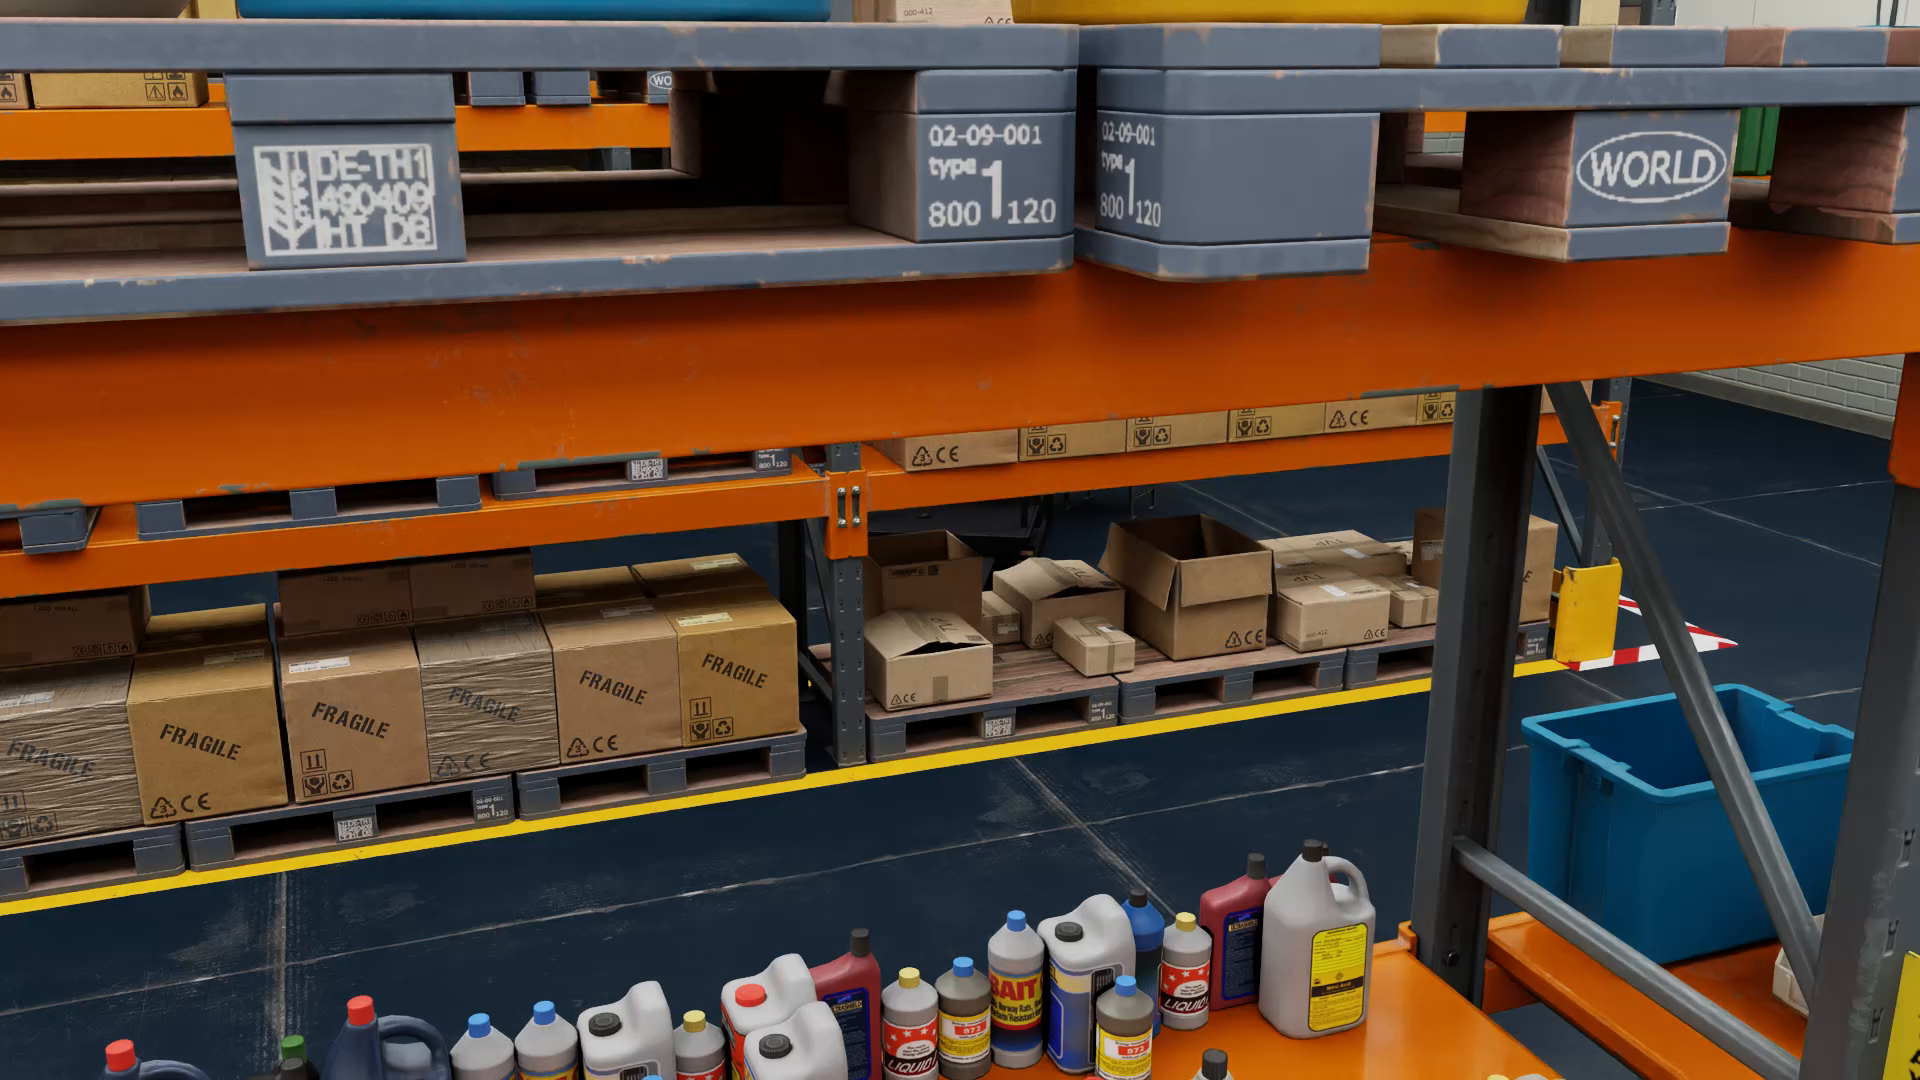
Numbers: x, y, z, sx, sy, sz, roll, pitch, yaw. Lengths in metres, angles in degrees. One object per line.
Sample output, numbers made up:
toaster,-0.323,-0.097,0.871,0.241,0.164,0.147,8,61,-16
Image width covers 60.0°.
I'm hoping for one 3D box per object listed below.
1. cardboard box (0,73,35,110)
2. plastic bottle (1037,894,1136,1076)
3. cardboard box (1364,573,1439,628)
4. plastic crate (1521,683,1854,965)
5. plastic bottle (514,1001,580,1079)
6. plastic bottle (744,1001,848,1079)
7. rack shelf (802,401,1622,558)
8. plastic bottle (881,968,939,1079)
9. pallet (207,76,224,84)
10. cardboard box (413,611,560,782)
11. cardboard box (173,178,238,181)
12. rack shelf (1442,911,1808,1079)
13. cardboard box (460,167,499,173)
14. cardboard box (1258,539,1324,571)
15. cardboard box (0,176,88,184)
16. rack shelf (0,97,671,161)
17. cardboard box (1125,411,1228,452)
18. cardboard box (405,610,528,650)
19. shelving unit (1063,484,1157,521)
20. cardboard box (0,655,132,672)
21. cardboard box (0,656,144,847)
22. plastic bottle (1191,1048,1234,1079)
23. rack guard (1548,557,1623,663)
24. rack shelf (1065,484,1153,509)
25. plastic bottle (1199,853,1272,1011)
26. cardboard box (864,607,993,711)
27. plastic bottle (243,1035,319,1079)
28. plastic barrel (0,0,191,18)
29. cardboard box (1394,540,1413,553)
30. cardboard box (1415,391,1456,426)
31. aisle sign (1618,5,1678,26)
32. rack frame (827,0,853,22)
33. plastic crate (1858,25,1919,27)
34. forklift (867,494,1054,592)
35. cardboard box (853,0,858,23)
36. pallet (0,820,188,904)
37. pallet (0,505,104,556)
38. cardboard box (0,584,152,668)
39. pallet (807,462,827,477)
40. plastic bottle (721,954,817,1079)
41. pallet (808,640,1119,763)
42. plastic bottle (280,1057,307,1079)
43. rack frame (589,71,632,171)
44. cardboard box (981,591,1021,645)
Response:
cardboard box,-3.508,-1.771,5.804,0.500,0.500,0.910,-6,17,-20
plastic bottle,0.215,0.764,2.894,0.135,0.276,0.152,-6,17,-20
cardboard box,2.261,0.299,8.503,0.250,0.166,0.380,-6,17,-20
plastic crate,1.439,0.563,3.279,0.575,0.384,0.392,-6,17,-20
plastic bottle,-0.643,0.850,2.607,0.097,0.271,0.097,0,16,0
plastic bottle,-0.254,0.860,2.565,0.135,0.276,0.152,-6,17,-20
rack shelf,1.223,-0.439,8.047,4.000,0.370,1.077,-6,17,-20
plastic bottle,-0.085,0.824,2.822,0.097,0.201,0.097,0,16,0
pallet,-4.530,-3.023,10.581,1.213,0.211,1.003,-5,17,-18
cardboard box,-1.935,0.629,6.789,0.500,0.500,0.500,-6,17,-19
cardboard box,-4.672,-2.126,10.443,0.500,0.250,0.500,-6,17,-20
rack shelf,2.992,0.865,3.607,4.000,0.370,1.077,-6,17,-20
cardboard box,-3.429,-2.413,11.421,0.500,0.250,0.500,-6,17,-19
cardboard box,1.548,0.203,8.681,0.500,0.250,0.500,-6,17,-20
cardboard box,-5.825,-2.156,10.546,0.500,0.250,0.500,-6,17,-19
rack shelf,-2.512,-1.475,6.251,4.000,0.370,1.077,-6,17,-20
cardboard box,0.874,-0.713,7.524,0.500,0.500,0.500,-6,17,-20
cardboard box,-2.146,0.495,7.243,0.500,0.500,0.500,-6,17,-19
shelving unit,1.020,-1.219,11.023,0.503,2.100,0.431,9,19,29
cardboard box,-3.590,0.653,6.707,0.500,0.500,0.500,-5,17,-18
cardboard box,-3.365,0.784,6.261,0.500,0.500,0.500,-7,18,-22
plastic bottle,0.332,0.885,2.347,0.185,0.351,0.144,-6,17,-20
rack guard,3.020,0.221,8.958,0.348,0.500,1.175,-6,17,-20
rack shelf,1.020,-0.534,11.224,0.480,0.518,0.431,9,19,29
plastic bottle,0.505,0.715,3.046,0.133,0.283,0.061,-6,17,-20
cardboard box,-0.175,0.511,7.526,0.500,0.311,0.500,-6,17,-20
plastic bottle,-1.021,0.880,2.485,0.133,0.283,0.061,-6,17,-20
plastic barrel,-1.009,-0.800,1.689,0.433,0.535,0.433,0,16,0
cardboard box,2.577,0.123,9.136,0.250,0.149,0.380,-6,17,-20
cardboard box,2.287,-0.864,8.039,0.500,0.500,0.500,-6,17,-20
aisle sign,3.264,-2.160,8.015,0.004,0.787,0.394,-6,17,-20
rack frame,-0.644,-3.461,6.413,0.127,3.000,1.000,-6,17,-20
plastic crate,1.861,-0.814,3.019,0.300,0.233,0.416,-6,17,-20
forklift,-0.085,-1.232,9.592,1.130,2.935,3.031,2,17,8
cardboard box,-0.287,-2.310,7.197,0.500,0.250,0.500,-6,17,-20
pallet,-3.669,1.093,6.501,1.213,0.211,1.003,-6,17,-20
pallet,-3.771,-0.174,6.208,1.003,0.211,1.213,-6,17,-20
cardboard box,-3.539,0.286,6.624,0.500,0.250,0.500,-5,17,-18
pallet,-1.682,-0.604,12.279,1.213,0.211,1.003,-6,17,-20
plastic bottle,-0.308,0.820,2.701,0.135,0.276,0.152,-6,17,-20
pallet,-0.002,0.686,7.886,1.213,0.211,1.003,-6,17,-20
plastic bottle,-0.999,0.896,2.431,0.133,0.283,0.061,-6,17,-20
rack frame,-2.420,-1.886,11.696,0.127,3.000,1.000,-6,17,-20
cardboard box,0.115,0.388,8.231,0.250,0.149,0.380,-6,17,-20
